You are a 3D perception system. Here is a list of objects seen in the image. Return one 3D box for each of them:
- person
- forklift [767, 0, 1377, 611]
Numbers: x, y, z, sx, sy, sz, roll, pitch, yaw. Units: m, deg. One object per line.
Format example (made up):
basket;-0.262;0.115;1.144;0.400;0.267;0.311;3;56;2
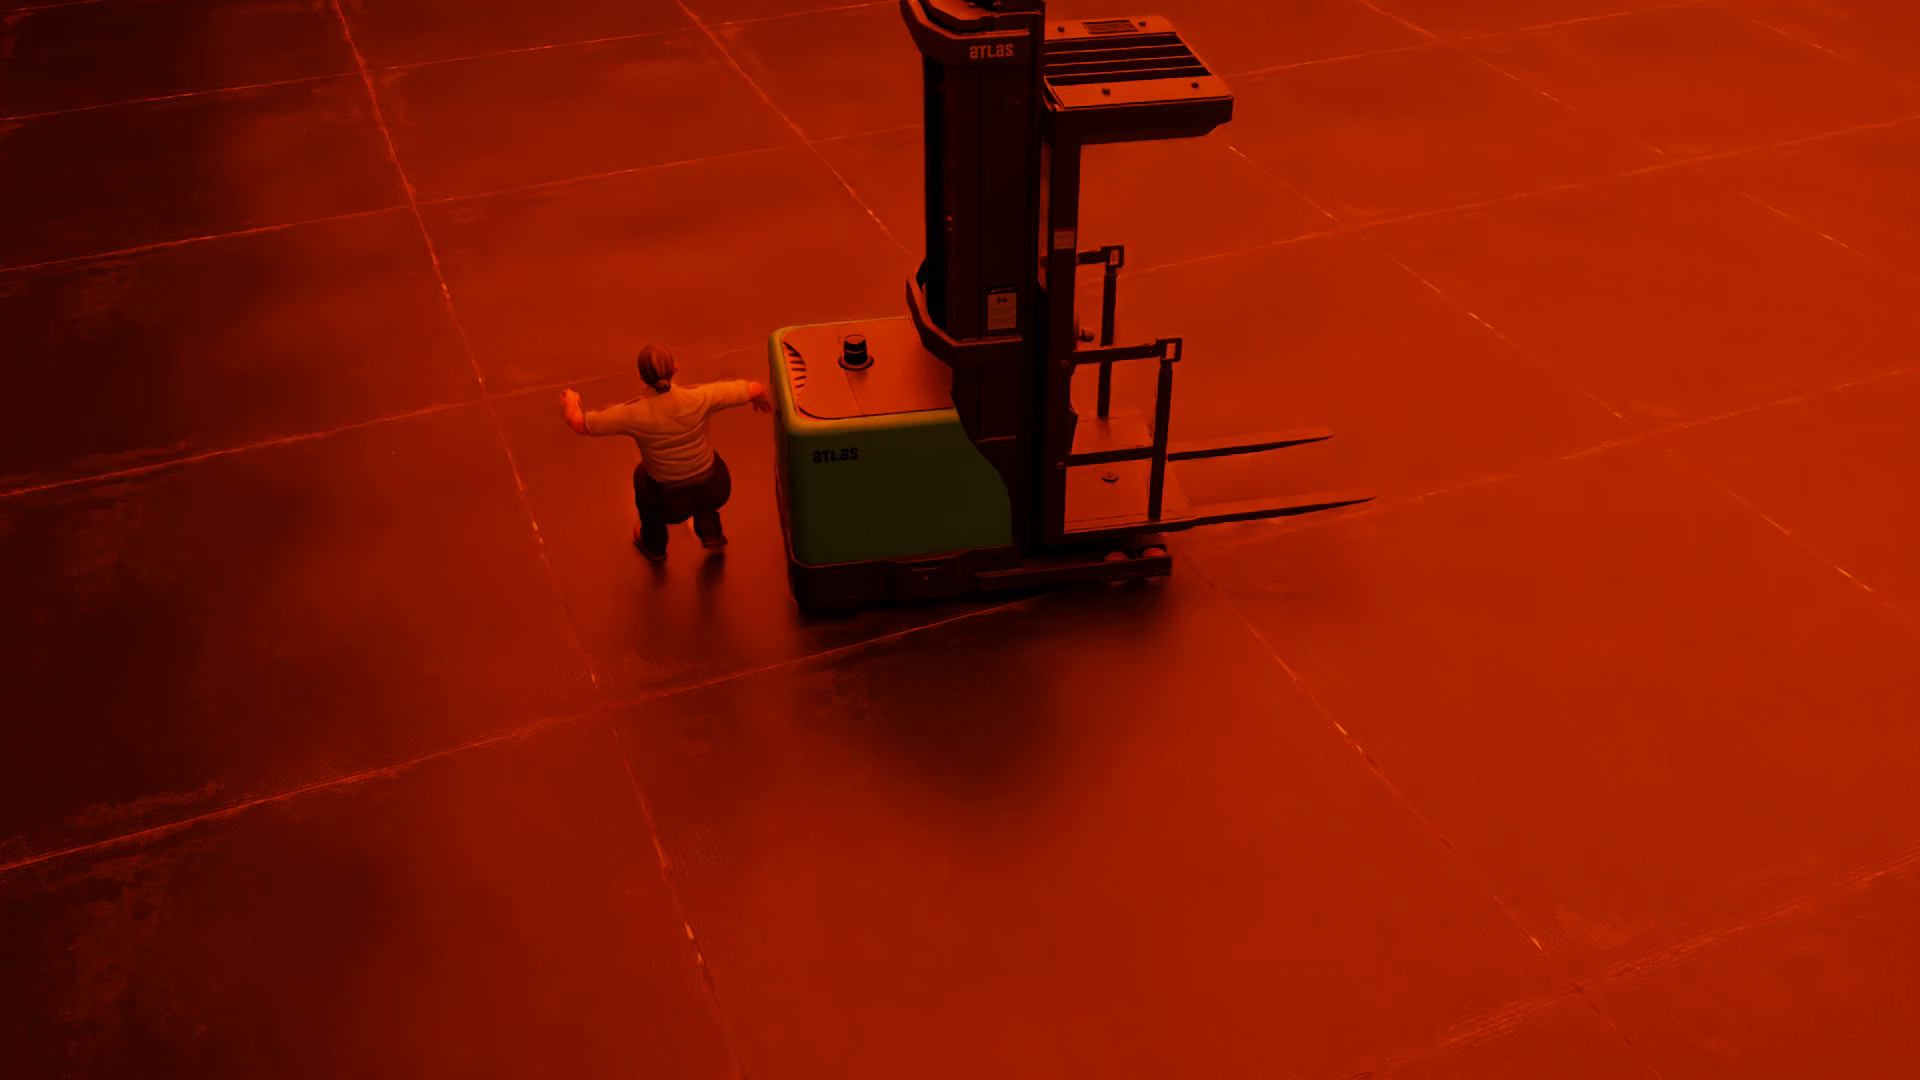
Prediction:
person;-1.382;-0.443;8.019;0.975;1.415;0.797;-15;38;-20
forklift;0.599;-1.263;7.874;3.031;2.935;1.130;-6;36;-9
